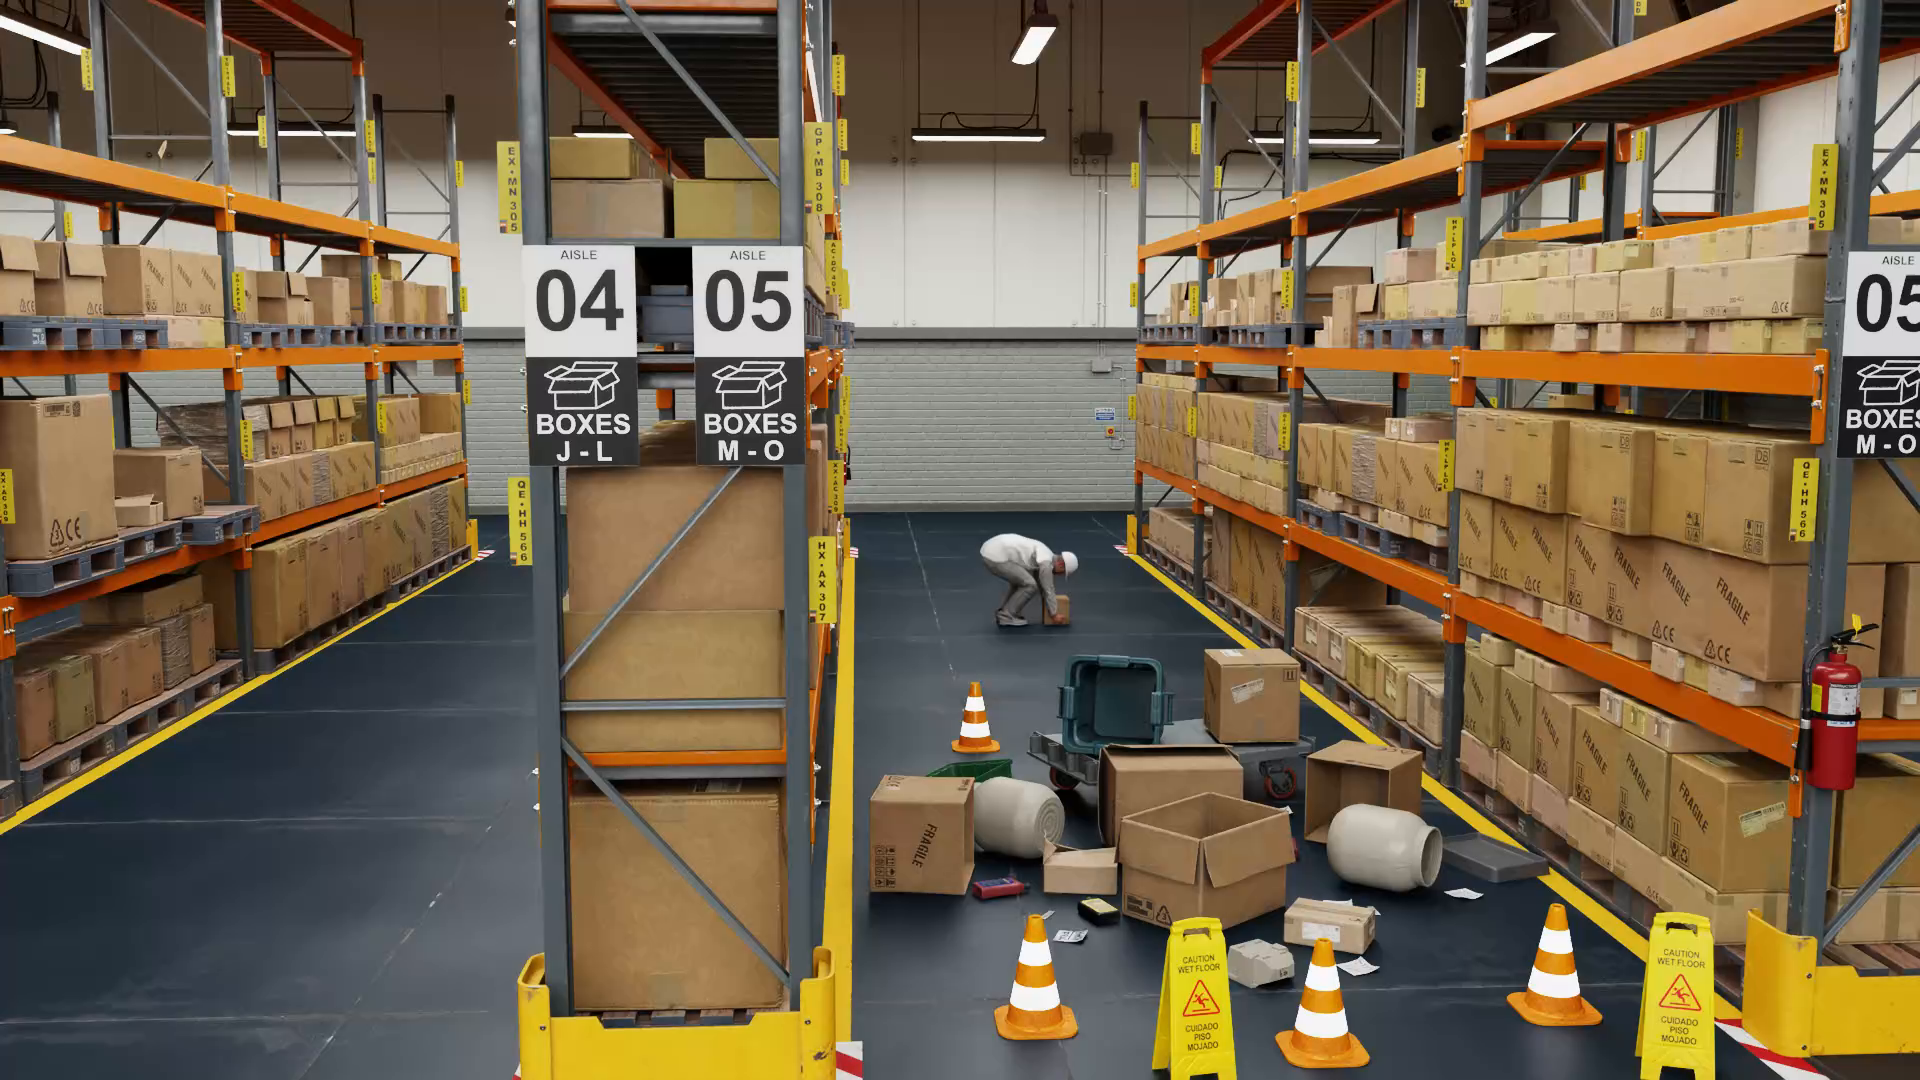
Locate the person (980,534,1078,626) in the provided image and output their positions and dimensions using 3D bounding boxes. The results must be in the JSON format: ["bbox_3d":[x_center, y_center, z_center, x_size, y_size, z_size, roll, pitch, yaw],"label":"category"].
[{"bbox_3d":[0.706,0.394,16.931,0.999,0.924,0.518,-1,7,-6],"label":"person"}]
